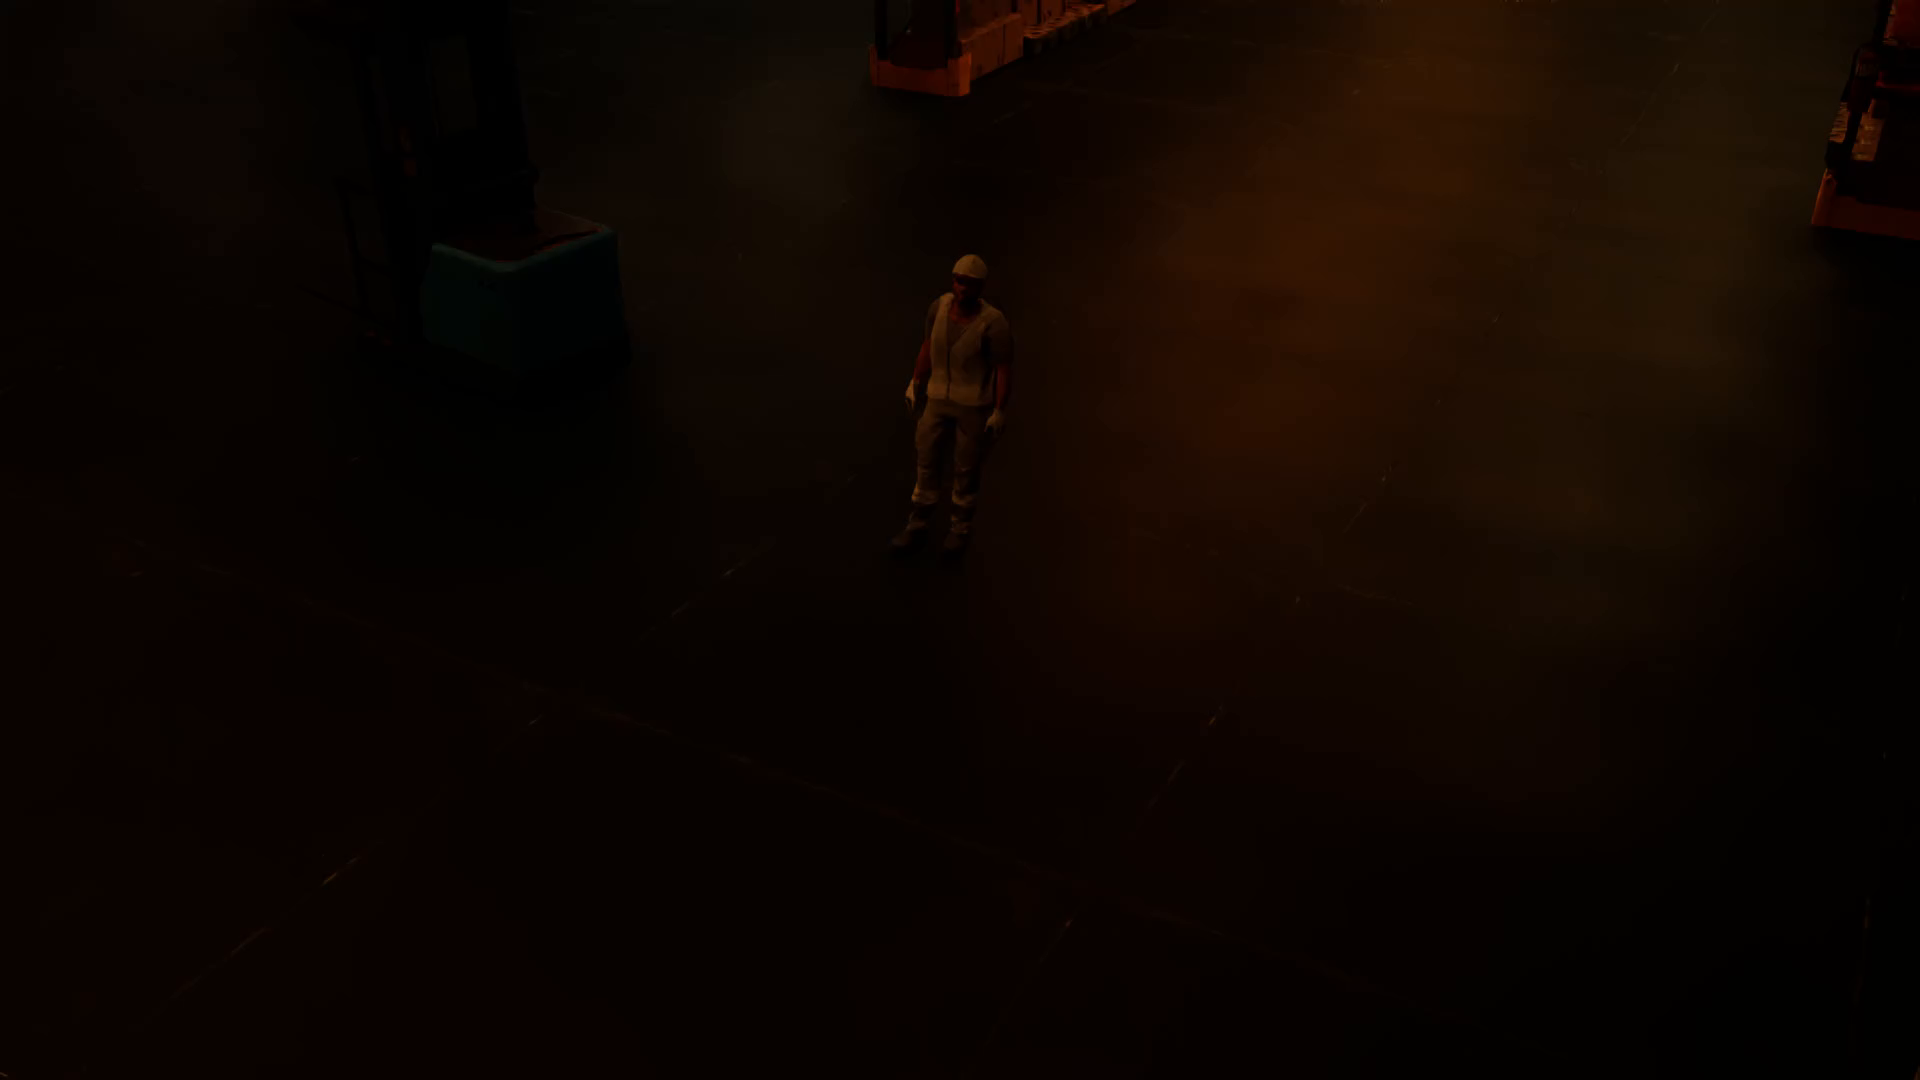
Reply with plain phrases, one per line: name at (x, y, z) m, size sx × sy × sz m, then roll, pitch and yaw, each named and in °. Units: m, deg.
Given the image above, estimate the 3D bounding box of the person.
person at (-0.048, -0.748, 9.496) m, size 0.637 × 1.787 × 0.563 m, roll 15°, pitch 33°, yaw 25°

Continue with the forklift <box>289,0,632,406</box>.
forklift at (-3.872, -2.786, 11.897) m, size 3.031 × 2.935 × 1.130 m, roll 21°, pitch 36°, yaw 32°
